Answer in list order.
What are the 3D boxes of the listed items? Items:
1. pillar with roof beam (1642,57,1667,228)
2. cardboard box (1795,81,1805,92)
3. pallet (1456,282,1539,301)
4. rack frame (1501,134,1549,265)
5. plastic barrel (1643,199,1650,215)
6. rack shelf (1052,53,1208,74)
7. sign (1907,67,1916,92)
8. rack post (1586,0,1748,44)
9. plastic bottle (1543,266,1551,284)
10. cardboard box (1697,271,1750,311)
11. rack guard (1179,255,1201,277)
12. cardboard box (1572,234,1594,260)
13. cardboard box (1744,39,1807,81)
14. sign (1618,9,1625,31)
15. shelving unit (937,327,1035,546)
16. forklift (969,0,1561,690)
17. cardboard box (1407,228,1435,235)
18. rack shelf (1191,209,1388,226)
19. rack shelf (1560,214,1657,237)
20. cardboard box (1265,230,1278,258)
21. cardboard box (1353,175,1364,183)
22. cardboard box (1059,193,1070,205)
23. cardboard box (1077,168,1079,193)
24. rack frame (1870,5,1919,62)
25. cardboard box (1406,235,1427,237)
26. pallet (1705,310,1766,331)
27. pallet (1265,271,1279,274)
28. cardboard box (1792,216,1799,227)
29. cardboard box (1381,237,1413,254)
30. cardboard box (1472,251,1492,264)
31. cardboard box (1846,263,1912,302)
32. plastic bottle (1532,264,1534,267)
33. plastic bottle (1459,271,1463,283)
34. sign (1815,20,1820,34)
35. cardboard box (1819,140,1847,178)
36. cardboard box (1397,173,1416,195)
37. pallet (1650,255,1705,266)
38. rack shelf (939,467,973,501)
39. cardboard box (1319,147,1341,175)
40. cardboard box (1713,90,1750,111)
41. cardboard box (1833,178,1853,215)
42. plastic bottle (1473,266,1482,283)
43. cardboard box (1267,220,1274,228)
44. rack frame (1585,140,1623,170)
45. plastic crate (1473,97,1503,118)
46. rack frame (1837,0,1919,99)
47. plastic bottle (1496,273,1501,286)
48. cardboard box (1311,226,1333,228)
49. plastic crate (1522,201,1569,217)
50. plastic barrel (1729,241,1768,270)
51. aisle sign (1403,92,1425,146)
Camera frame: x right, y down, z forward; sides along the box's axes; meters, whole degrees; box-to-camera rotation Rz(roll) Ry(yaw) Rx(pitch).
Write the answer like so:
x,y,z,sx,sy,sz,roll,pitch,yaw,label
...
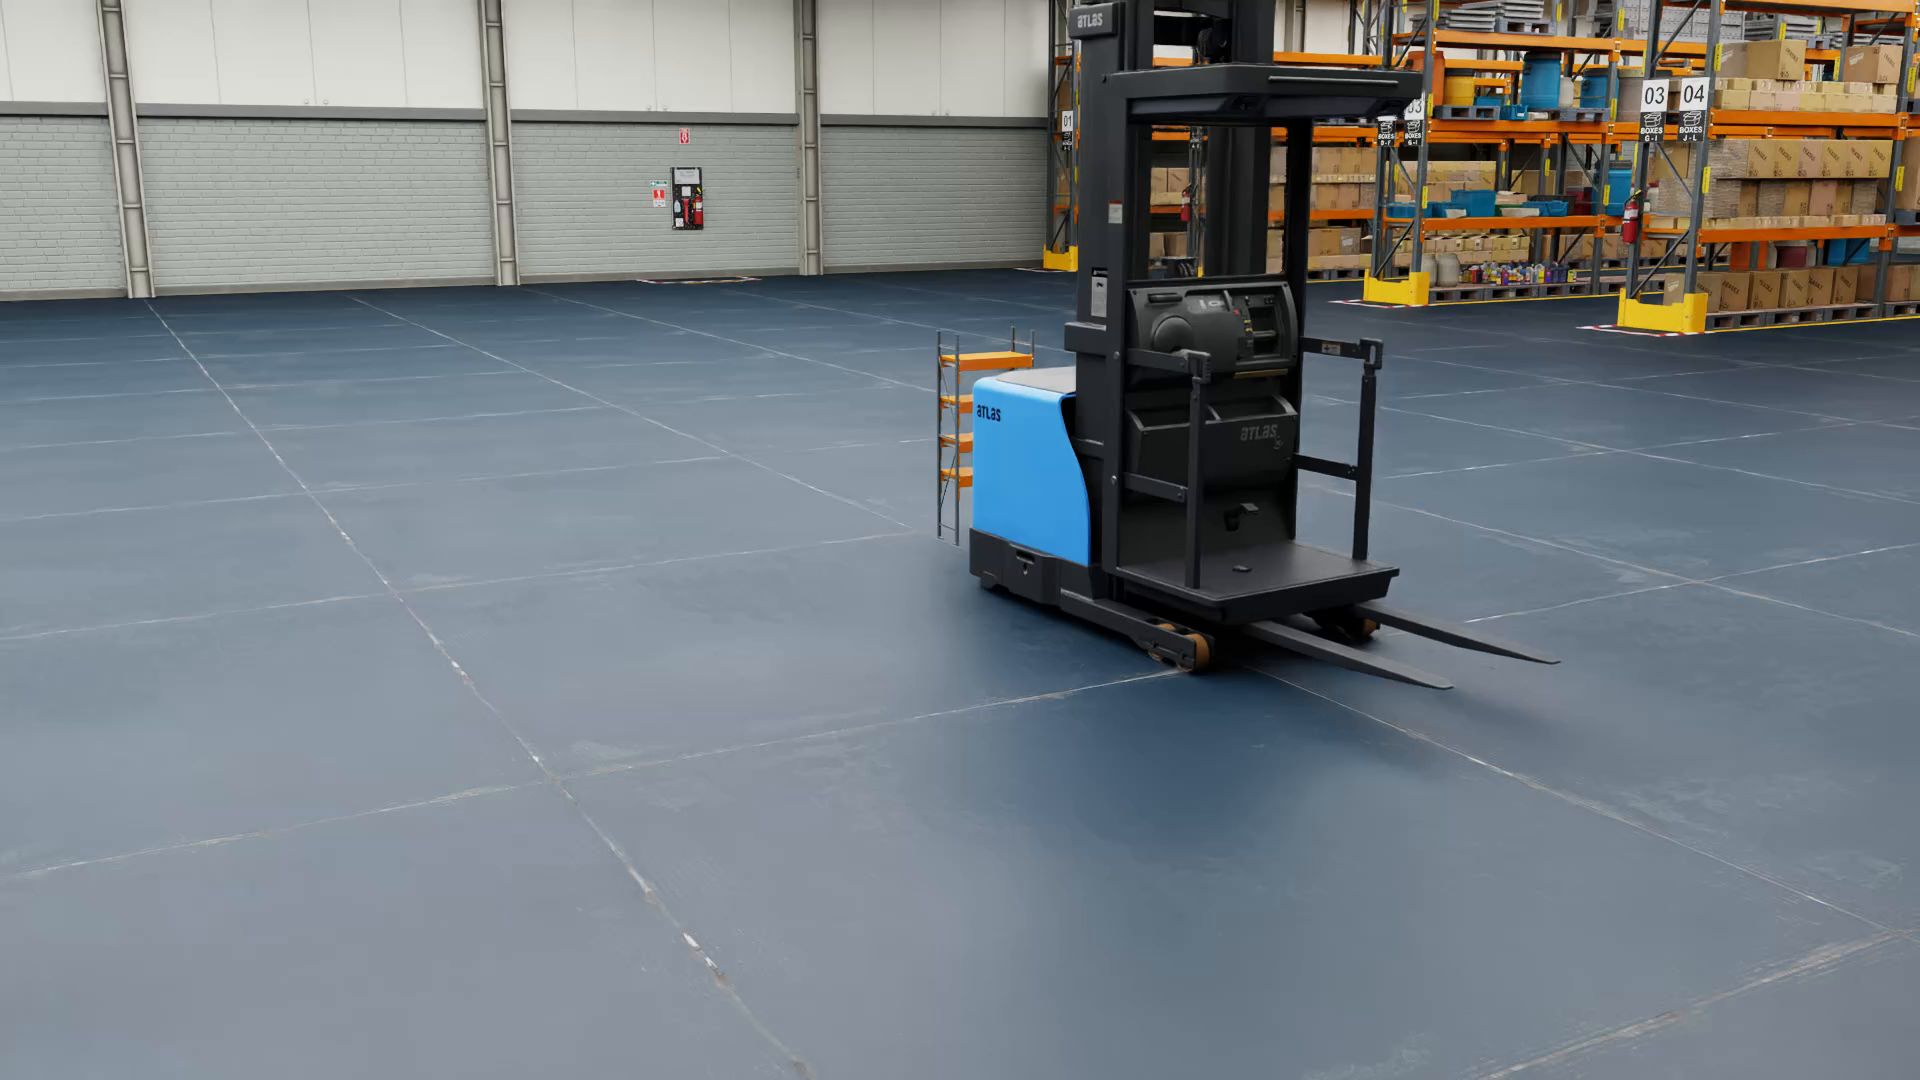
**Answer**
x,y,z,sx,sy,sz,roll,pitch,yaw,label
20.168,-11.355,39.570,0.548,9.000,9.100,-7,14,-28,pillar with roof beam
10.934,-5.995,22.018,0.250,0.149,0.380,-7,14,-28,cardboard box
8.683,-4.083,27.273,1.213,0.211,1.003,-7,14,-28,pallet
11.505,-7.012,33.933,0.127,3.000,1.000,-7,14,-28,rack frame
11.599,-5.678,28.322,0.301,0.262,0.301,0,13,0,plastic barrel
3.862,-9.909,34.789,4.000,0.370,1.077,-7,14,-28,rack shelf
13.004,-6.293,22.731,0.005,0.325,0.100,-7,14,-28,sign
12.051,-8.884,28.133,3.121,1.000,1.013,-7,14,-28,rack post
9.646,-4.357,27.320,0.133,0.283,0.061,-6,14,-24,plastic bottle
10.291,-3.378,22.523,0.500,0.500,0.500,-3,13,-13,cardboard box
4.462,-4.948,30.456,0.348,0.500,1.175,-7,14,-28,rack guard
12.941,-6.107,34.606,0.500,0.500,0.500,-7,14,-29,cardboard box
10.659,-6.266,21.743,0.500,0.500,0.500,-7,14,-28,cardboard box
10.618,-8.353,26.707,0.005,0.325,0.100,-7,14,-28,sign
0.145,-0.603,9.555,0.503,1.200,0.258,-7,14,-28,shelving unit
1.261,-0.982,7.299,1.130,2.935,3.031,-8,15,-31,forklift
10.608,-7.265,38.998,0.750,0.750,0.750,-7,14,-28,cardboard box
6.239,-6.029,31.207,4.000,0.370,1.077,-7,14,-28,rack shelf
12.120,-5.495,28.833,4.000,0.370,1.077,-7,14,-28,rack shelf
5.498,-5.466,30.662,0.500,0.500,0.500,-7,14,-28,cardboard box
7.411,-6.832,31.432,0.250,0.149,0.380,-7,15,-30,cardboard box
2.424,-7.147,34.832,0.500,0.250,0.500,-7,14,-27,cardboard box
2.669,-7.419,34.331,0.500,0.500,0.500,-7,14,-28,cardboard box
17.386,-9.404,30.900,0.127,3.000,1.000,-7,14,-28,rack frame
9.105,-5.934,33.172,0.500,0.311,0.500,-7,14,-28,cardboard box
10.023,-2.987,22.399,1.213,0.211,1.003,-7,14,-28,pallet
5.134,-4.898,30.892,1.213,0.211,1.003,-7,14,-28,pallet
11.110,-4.313,22.514,0.250,0.149,0.380,-7,14,-28,cardboard box
8.476,-5.723,32.237,0.500,0.311,0.500,-7,14,-28,cardboard box
10.267,-5.665,33.257,0.500,0.250,0.500,-6,14,-27,cardboard box
13.287,-3.737,24.073,0.500,0.500,0.700,-8,15,-32,cardboard box
9.604,-4.533,28.122,0.135,0.276,0.152,-6,14,-26,plastic bottle
8.255,-4.342,27.442,0.097,0.201,0.097,0,13,0,plastic bottle
18.775,-11.204,36.409,0.005,0.325,0.100,-7,14,-28,sign
11.597,-5.157,22.511,0.500,0.500,0.500,-7,14,-28,cardboard box
10.141,-8.225,38.372,0.500,0.500,0.500,-6,14,-26,cardboard box
15.619,-6.144,36.429,1.213,0.211,1.003,-7,14,-28,pallet
0.145,-0.343,9.613,0.480,0.148,0.258,-7,14,-28,rack shelf
6.725,-7.119,31.226,0.500,0.500,0.700,-7,14,-28,cardboard box
9.773,-5.652,21.399,0.500,0.250,0.500,-6,14,-26,cardboard box
11.857,-4.794,23.173,0.500,0.500,0.875,-7,14,-28,cardboard box
8.541,-4.383,27.437,0.133,0.283,0.061,-7,14,-28,plastic bottle
6.640,-7.034,37.014,0.500,0.250,0.500,-7,15,-29,cardboard box
16.150,-8.807,41.912,0.127,3.000,1.000,-7,14,-28,rack frame
8.383,-6.929,26.771,0.575,0.384,0.392,-7,14,-28,plastic crate
12.737,-7.608,22.919,0.127,3.000,1.000,-7,14,-28,rack frame
8.685,-4.206,26.838,0.097,0.201,0.097,0,13,0,plastic bottle
7.002,-5.777,32.047,0.500,0.500,0.500,-7,14,-28,cardboard box
9.523,-5.394,27.086,0.616,0.251,0.499,-7,14,-28,plastic crate
14.296,-5.257,30.125,0.708,0.830,0.600,-7,14,-28,plastic barrel
6.930,-6.419,25.380,0.004,0.787,0.394,-7,14,-28,aisle sign
